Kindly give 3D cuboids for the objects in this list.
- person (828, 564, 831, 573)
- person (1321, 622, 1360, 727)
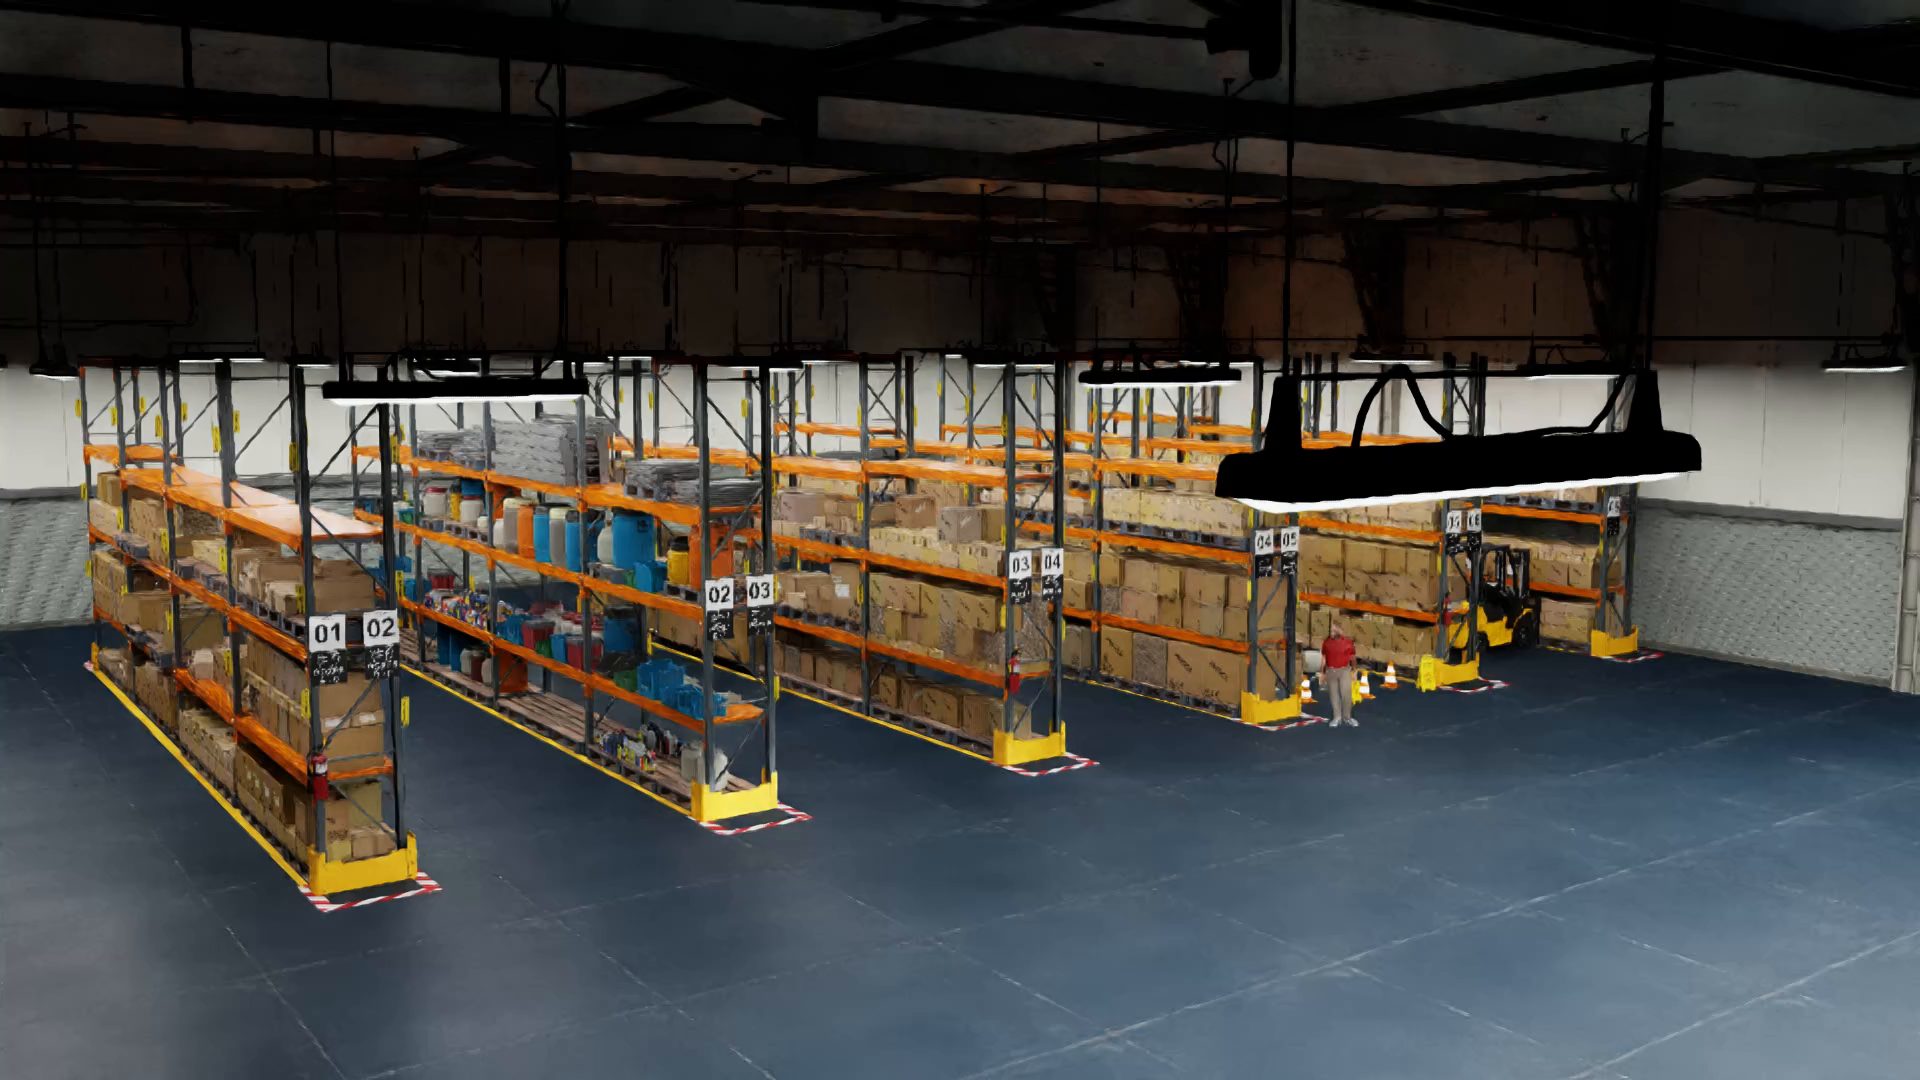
[{"bbox_3d":[-3.225,0.226,43.166,0.566,1.784,0.620,2,7,20],"label":"person"},{"bbox_3d":[6.207,2.186,27.126,0.652,1.715,0.433,3,8,23],"label":"person"}]
